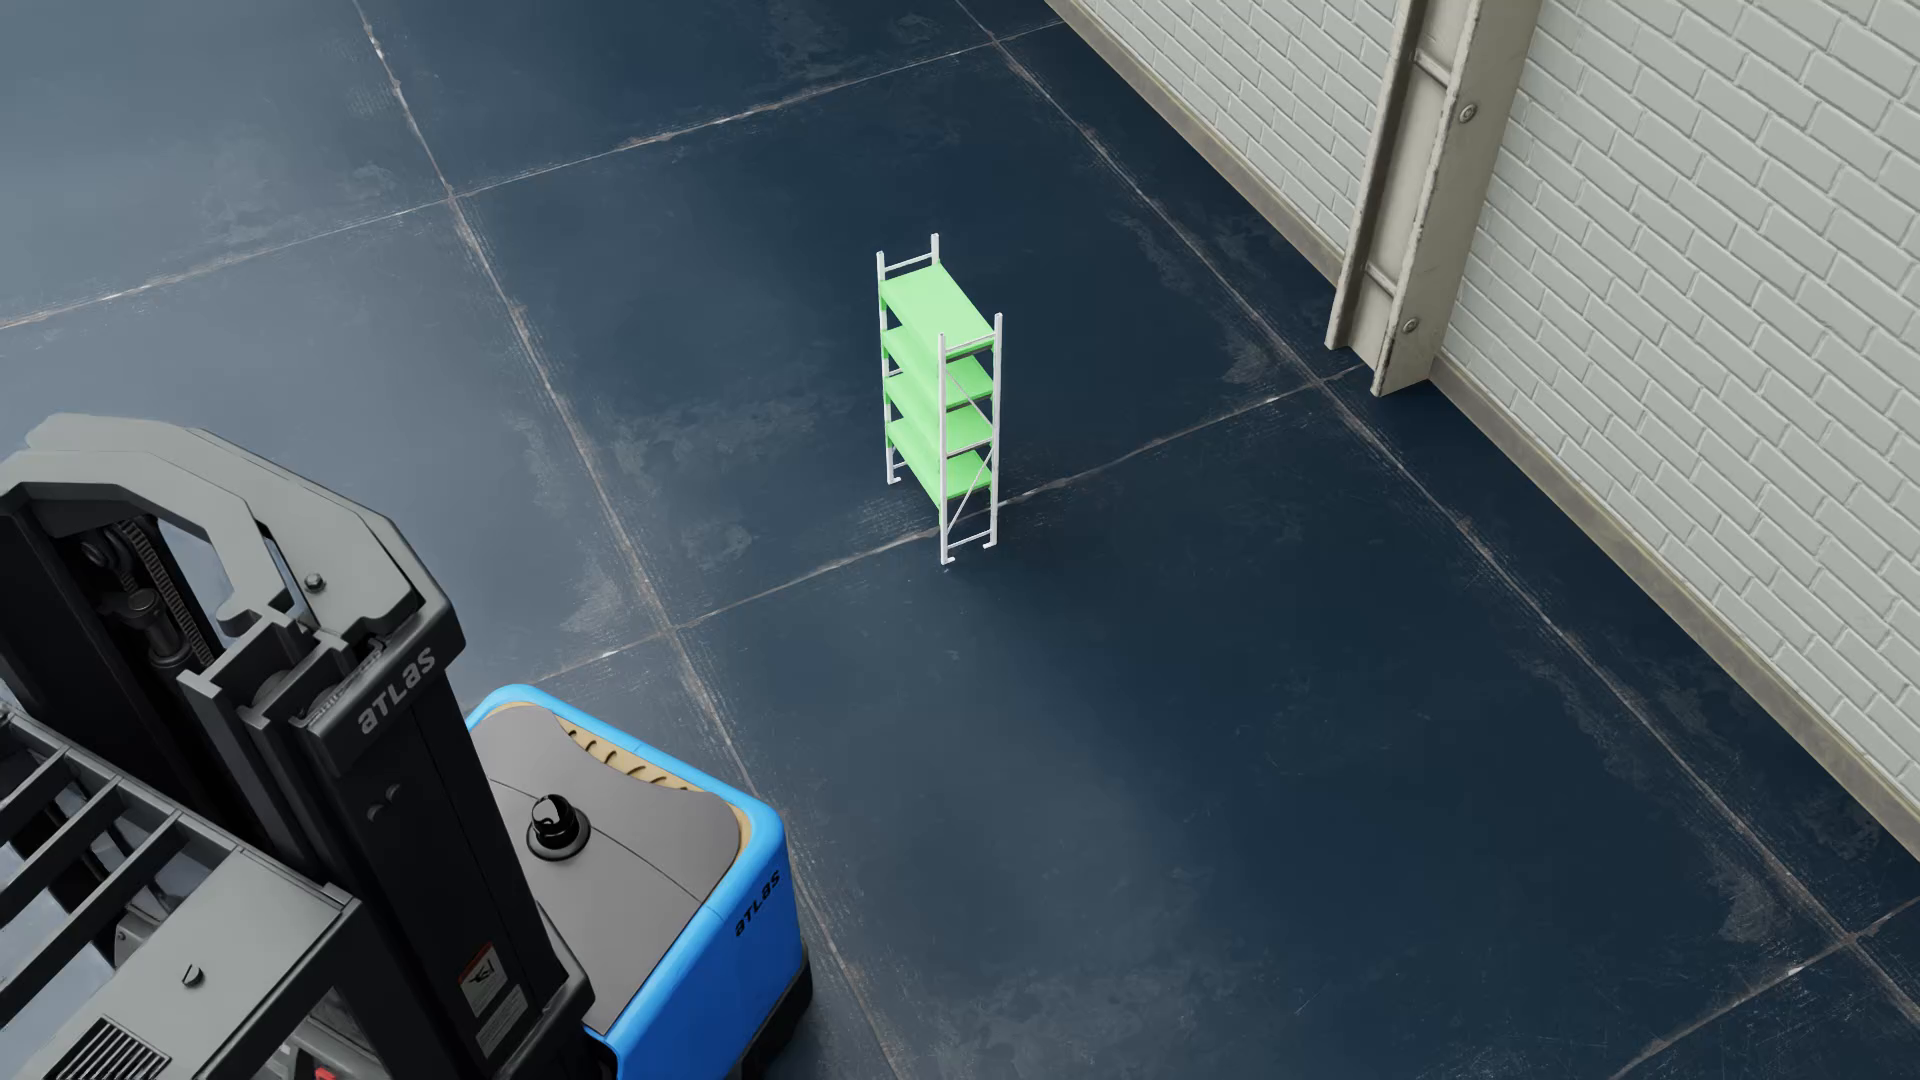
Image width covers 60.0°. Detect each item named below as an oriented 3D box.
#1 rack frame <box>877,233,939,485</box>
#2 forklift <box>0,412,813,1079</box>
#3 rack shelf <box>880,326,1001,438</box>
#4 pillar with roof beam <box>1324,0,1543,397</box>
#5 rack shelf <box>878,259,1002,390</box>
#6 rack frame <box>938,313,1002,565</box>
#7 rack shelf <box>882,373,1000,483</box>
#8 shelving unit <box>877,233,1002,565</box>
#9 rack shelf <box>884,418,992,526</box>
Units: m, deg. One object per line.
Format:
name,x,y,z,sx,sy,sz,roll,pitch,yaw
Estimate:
rack frame,-0.187,-0.669,6.431,0.240,1.200,0.015,-21,52,-18
forklift,-1.630,1.286,3.571,1.130,2.935,3.031,23,53,19
rack shelf,-0.076,-0.622,6.155,0.258,0.148,0.480,-21,52,-18
pillar with roof beam,-1.980,-2.279,2.658,9.100,9.000,0.400,-21,52,-18
rack shelf,-0.076,-0.780,5.975,0.258,0.148,0.480,-21,52,-18
rack frame,0.036,-0.342,6.145,0.240,1.200,0.015,-21,52,-18
rack shelf,-0.076,-0.464,6.336,0.258,0.148,0.480,-21,52,-18
shelving unit,-0.076,-0.506,6.288,0.258,1.200,0.503,-21,52,-18
rack shelf,-0.076,-0.306,6.517,0.258,0.148,0.480,-21,52,-18
